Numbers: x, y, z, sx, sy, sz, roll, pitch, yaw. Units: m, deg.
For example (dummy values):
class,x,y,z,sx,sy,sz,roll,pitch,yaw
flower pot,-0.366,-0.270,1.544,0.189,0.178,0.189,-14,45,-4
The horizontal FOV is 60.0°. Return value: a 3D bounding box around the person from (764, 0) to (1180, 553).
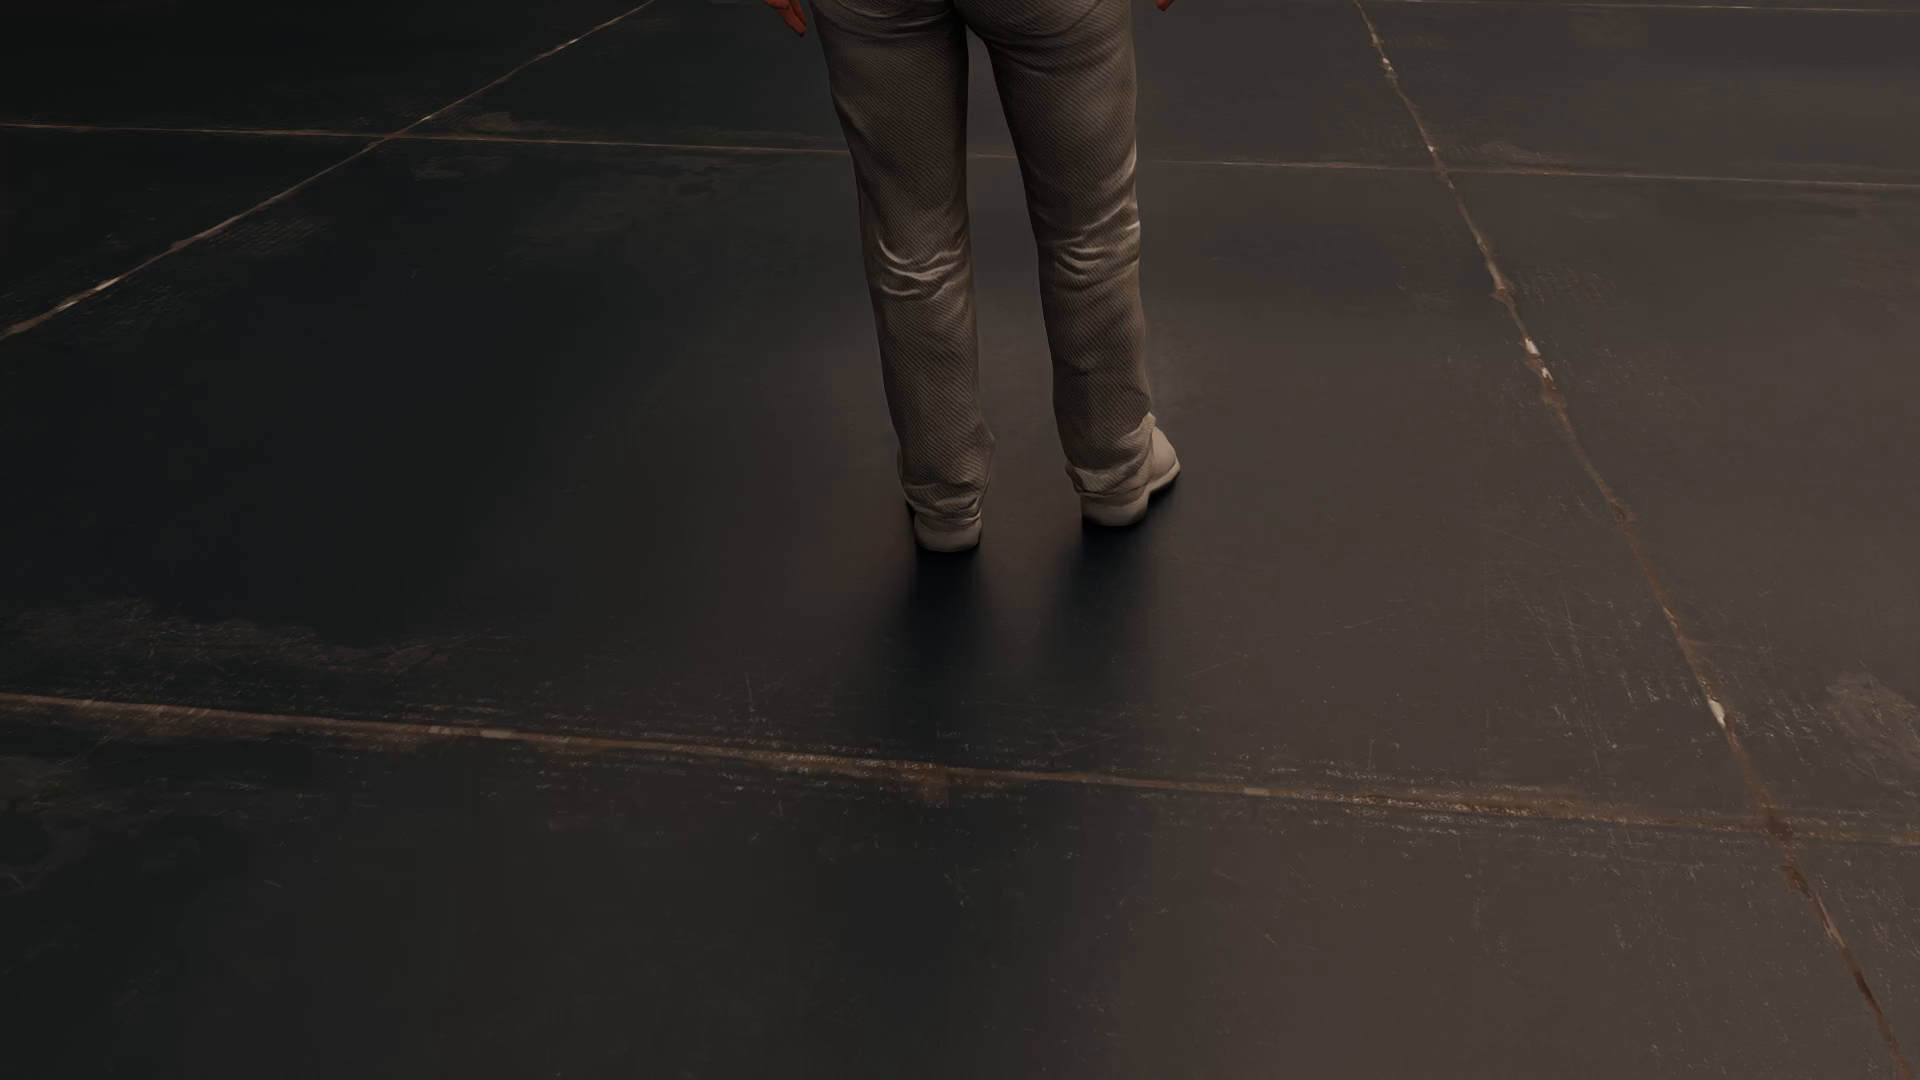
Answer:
class,x,y,z,sx,sy,sz,roll,pitch,yaw
person,0.015,-0.828,2.156,0.634,1.775,0.566,3,27,7
